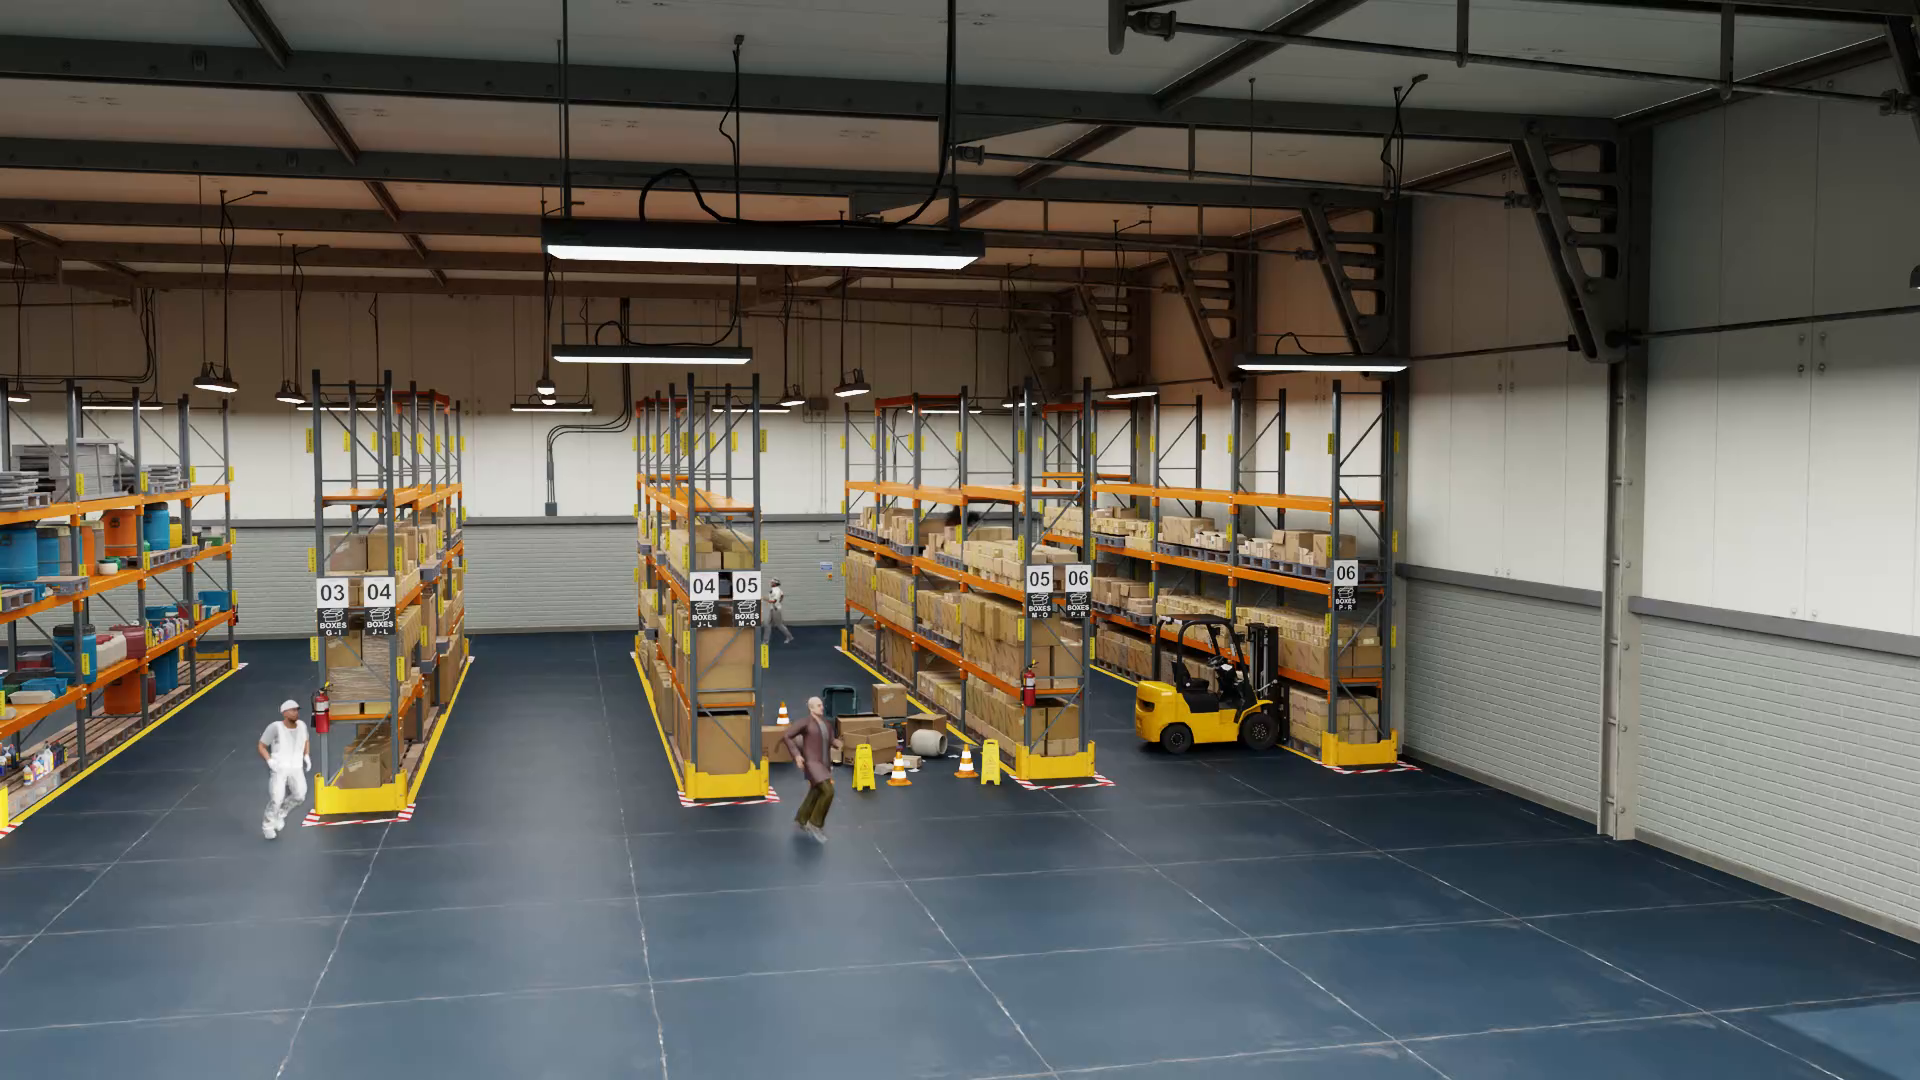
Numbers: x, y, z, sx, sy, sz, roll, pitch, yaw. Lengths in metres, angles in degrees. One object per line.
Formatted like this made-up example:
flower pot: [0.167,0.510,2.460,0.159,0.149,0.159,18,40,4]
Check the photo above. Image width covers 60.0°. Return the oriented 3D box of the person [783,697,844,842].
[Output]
person: [-1.816,2.904,21.085,0.806,1.830,0.671,2,4,28]

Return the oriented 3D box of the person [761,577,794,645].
person: [-4.562,1.765,41.187,0.869,1.727,0.560,-1,3,-16]

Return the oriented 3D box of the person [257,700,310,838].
person: [-8.585,2.914,21.285,0.517,1.719,0.742,3,4,41]
